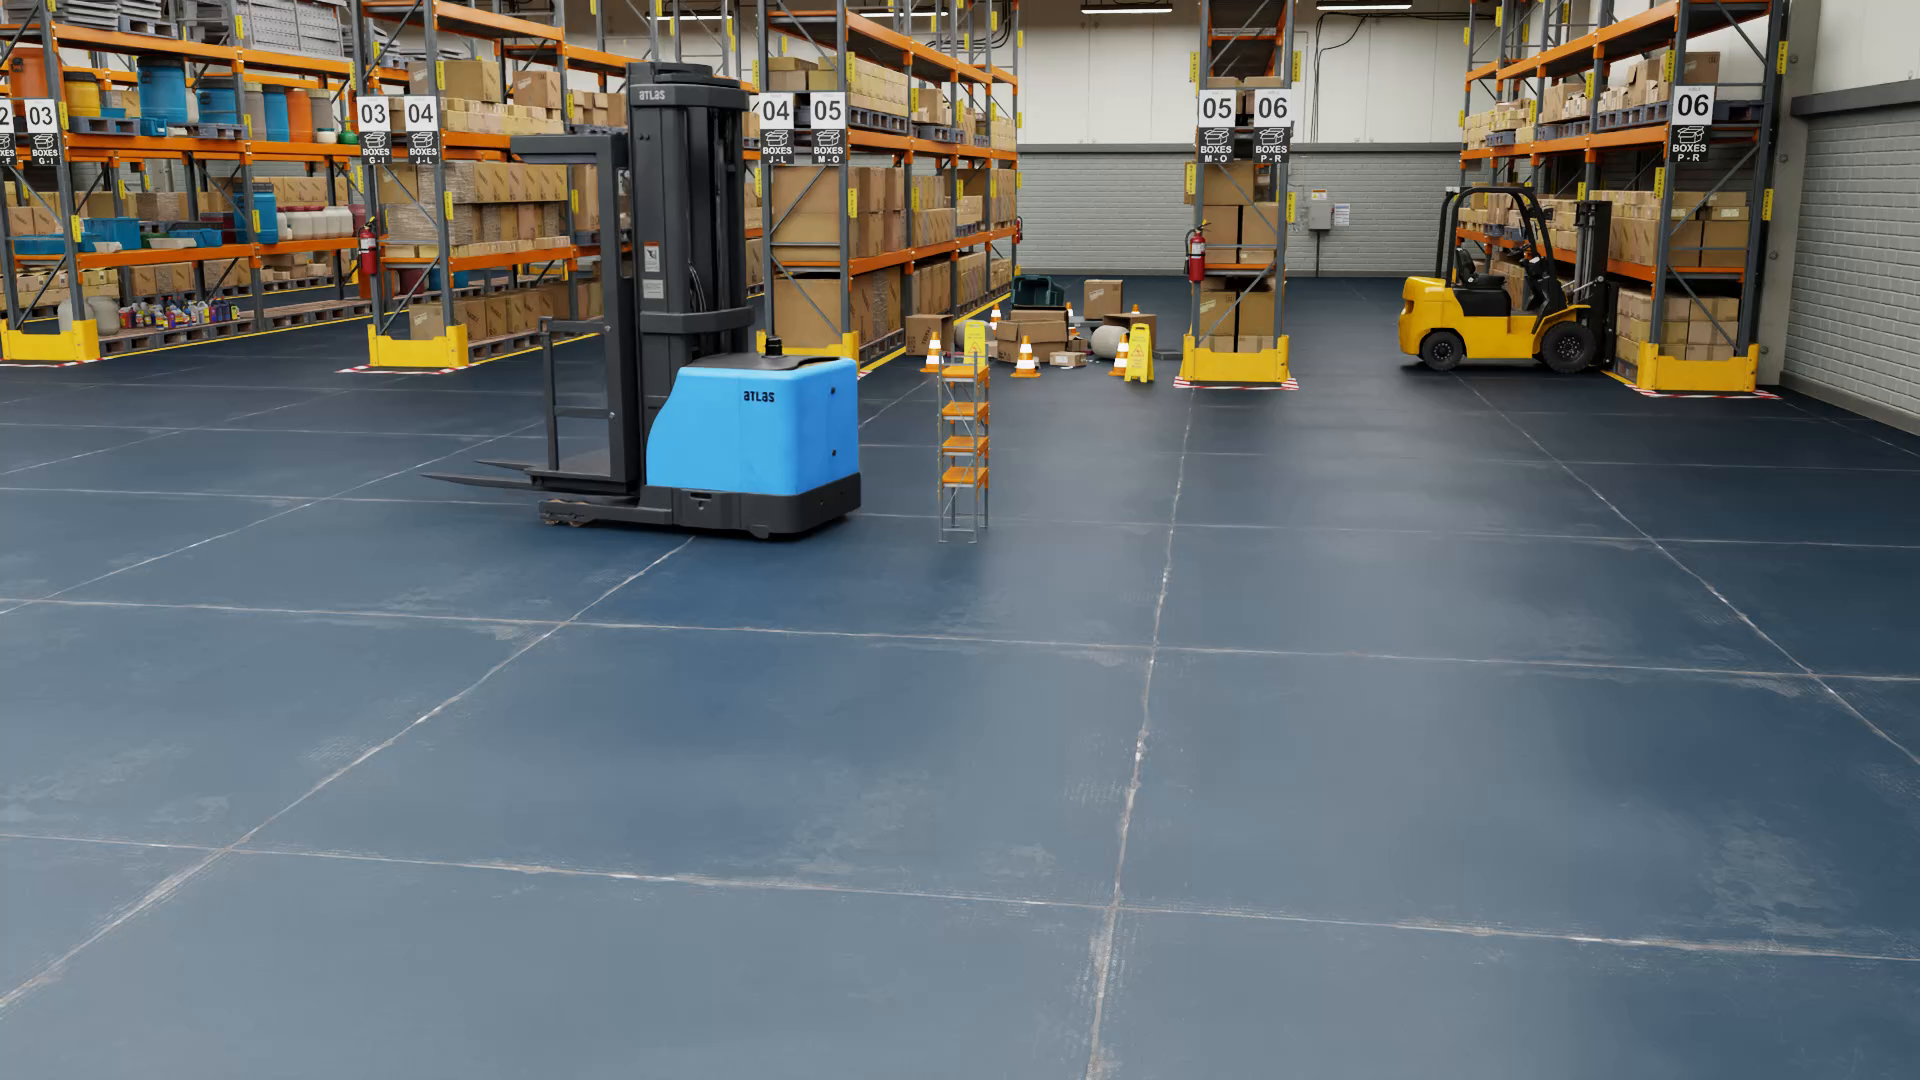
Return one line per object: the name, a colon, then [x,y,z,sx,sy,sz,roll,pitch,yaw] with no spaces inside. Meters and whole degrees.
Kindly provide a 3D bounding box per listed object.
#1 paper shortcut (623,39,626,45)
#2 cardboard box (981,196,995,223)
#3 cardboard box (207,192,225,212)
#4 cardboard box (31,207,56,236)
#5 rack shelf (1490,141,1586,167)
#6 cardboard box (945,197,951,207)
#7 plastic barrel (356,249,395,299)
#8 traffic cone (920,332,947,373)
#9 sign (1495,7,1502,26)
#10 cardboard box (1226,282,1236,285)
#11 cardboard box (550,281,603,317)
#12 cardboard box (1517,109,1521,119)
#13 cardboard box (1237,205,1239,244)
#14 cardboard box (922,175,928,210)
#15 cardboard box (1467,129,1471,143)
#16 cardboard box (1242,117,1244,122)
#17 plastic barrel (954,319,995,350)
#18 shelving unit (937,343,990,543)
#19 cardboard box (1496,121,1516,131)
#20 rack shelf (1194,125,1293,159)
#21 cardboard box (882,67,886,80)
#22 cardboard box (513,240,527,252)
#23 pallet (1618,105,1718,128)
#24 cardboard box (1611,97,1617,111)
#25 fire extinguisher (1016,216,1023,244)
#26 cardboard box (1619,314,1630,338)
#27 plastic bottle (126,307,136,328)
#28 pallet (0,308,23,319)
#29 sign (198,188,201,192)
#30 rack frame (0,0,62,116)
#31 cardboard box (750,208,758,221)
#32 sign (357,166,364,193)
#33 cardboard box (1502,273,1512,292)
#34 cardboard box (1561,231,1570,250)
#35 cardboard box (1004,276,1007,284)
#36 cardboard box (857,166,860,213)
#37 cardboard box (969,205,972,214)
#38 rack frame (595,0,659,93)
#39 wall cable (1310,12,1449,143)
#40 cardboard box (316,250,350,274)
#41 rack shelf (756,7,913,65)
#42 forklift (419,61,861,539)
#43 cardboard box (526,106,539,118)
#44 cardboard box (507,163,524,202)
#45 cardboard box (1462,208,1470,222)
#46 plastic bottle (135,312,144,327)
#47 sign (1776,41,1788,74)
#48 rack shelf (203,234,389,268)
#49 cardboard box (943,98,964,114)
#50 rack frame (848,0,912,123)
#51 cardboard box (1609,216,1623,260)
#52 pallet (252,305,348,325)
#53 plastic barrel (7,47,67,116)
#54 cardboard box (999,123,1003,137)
paper shortcut: [-5.753,-8.562,28.533,0.009,0.170,0.078,12,-17,6]
cardboard box: [0.389,-6.210,31.245,0.500,0.500,0.500,2,12,8]
cardboard box: [-14.903,-6.587,32.703,0.700,0.500,0.500,-2,12,-10]
cardboard box: [-15.467,-5.290,27.685,0.500,0.500,0.500,1,12,6]
rack shelf: [9.568,-6.320,27.285,1.077,0.370,4.000,2,12,9]
cardboard box: [-0.288,-5.552,27.323,0.380,0.149,0.250,2,12,9]
plastic barrel: [-10.272,-4.677,29.230,0.600,0.830,0.708,2,12,9]
traffic cone: [-0.297,-2.247,19.822,0.336,0.463,0.334,2,12,9]
sign: [9.342,-9.071,28.817,0.100,0.325,0.005,2,12,9]
cardboard box: [3.231,-3.010,21.090,0.500,0.500,0.500,3,12,12]
cardboard box: [-5.844,-3.656,25.227,0.700,0.500,0.500,2,12,8]
cardboard box: [9.221,-6.873,26.849,0.380,0.149,0.250,2,12,9]
cardboard box: [3.195,-3.912,20.584,0.500,0.500,0.500,2,12,9]
cardboard box: [-0.862,-5.214,24.956,0.700,0.500,0.500,2,12,8]
cardboard box: [10.095,-7.802,32.107,0.500,0.250,0.500,2,12,10]
cardboard box: [3.769,-5.343,20.695,0.500,0.250,0.500,2,12,8]
plastic barrel: [0.175,-2.710,22.063,0.421,0.421,0.512,-10,16,-40]
shelving unit: [0.025,-0.621,10.527,0.258,1.200,0.503,2,12,9]
cardboard box: [9.297,-7.011,28.148,0.380,0.149,0.250,2,12,9]
rack shelf: [3.433,-4.814,20.300,1.077,0.370,4.000,2,12,9]
cardboard box: [-1.141,-5.840,20.822,0.380,0.149,0.250,2,12,9]
cardboard box: [-6.040,-3.948,22.290,0.380,0.149,0.250,2,12,9]
pallet: [8.350,-4.947,19.420,1.003,0.211,1.213,2,12,9]
cardboard box: [8.158,-5.310,20.255,0.380,0.149,0.250,2,12,10]
fire extinguisher: [1.174,-6.571,34.931,0.296,0.674,0.183,2,12,9]
cardboard box: [7.884,-2.444,19.058,0.500,0.250,0.500,2,12,8]
plastic bottle: [-11.541,-3.097,23.146,0.061,0.283,0.133,2,12,9]
pallet: [-15.765,-3.550,26.466,1.003,0.211,1.213,2,12,9]
sign: [-15.147,-6.863,33.165,0.100,0.325,0.005,2,12,9]
rack frame: [-11.561,-6.697,20.211,1.000,3.000,0.127,2,12,9]
cardboard box: [-4.335,-6.475,33.069,0.500,0.250,0.500,2,12,10]
sign: [-7.212,-4.347,20.046,0.100,0.325,0.005,2,12,9]
cardboard box: [9.340,-4.188,27.745,0.500,0.500,0.500,1,12,7]
cardboard box: [8.536,-4.101,22.758,0.500,0.250,0.500,2,12,8]
cardboard box: [0.737,-5.233,33.424,0.380,0.149,0.250,1,12,6]
cardboard box: [-1.693,-4.217,20.023,0.875,0.550,0.550,2,12,9]
cardboard box: [-0.001,-5.785,29.109,0.380,0.149,0.250,2,12,9]
rack frame: [-5.437,-8.202,27.194,1.000,3.000,0.127,2,12,9]
wall cable: [9.672,-10.635,38.393,2.988,3.039,0.133,2,12,9]
cardboard box: [-13.834,-6.129,36.701,0.500,0.500,0.500,2,12,9]
rack shelf: [-1.474,-6.224,20.673,1.077,0.370,4.000,2,12,9]
forklift: [-2.234,-1.616,11.035,3.031,2.935,1.130,5,13,21]
cardboard box: [-5.918,-5.782,22.492,0.380,0.149,0.250,1,12,7]
cardboard box: [-6.083,-4.705,21.890,0.500,0.500,0.500,2,12,9]
cardboard box: [10.078,-6.335,32.420,0.500,0.250,0.500,2,12,9]
plastic bottle: [-11.499,-3.089,23.304,0.097,0.201,0.097,0,12,0]
sign: [8.578,-5.036,17.360,0.100,0.325,0.005,2,12,9]
rack shelf: [-10.638,-4.662,26.714,1.077,0.370,4.000,2,12,9]
cardboard box: [-0.137,-7.160,27.422,0.396,0.266,0.258,2,12,9]
rack frame: [-1.166,-7.188,22.486,1.000,3.000,0.127,2,12,9]
cardboard box: [8.080,-3.602,19.852,0.500,0.500,0.500,2,12,9]
pallet: [-10.678,-3.654,26.946,1.003,0.211,1.213,2,12,9]
plastic barrel: [-11.612,-5.752,20.926,0.600,0.830,0.708,2,12,9]
cardboard box: [0.547,-7.858,31.886,0.500,0.250,0.500,2,12,10]
